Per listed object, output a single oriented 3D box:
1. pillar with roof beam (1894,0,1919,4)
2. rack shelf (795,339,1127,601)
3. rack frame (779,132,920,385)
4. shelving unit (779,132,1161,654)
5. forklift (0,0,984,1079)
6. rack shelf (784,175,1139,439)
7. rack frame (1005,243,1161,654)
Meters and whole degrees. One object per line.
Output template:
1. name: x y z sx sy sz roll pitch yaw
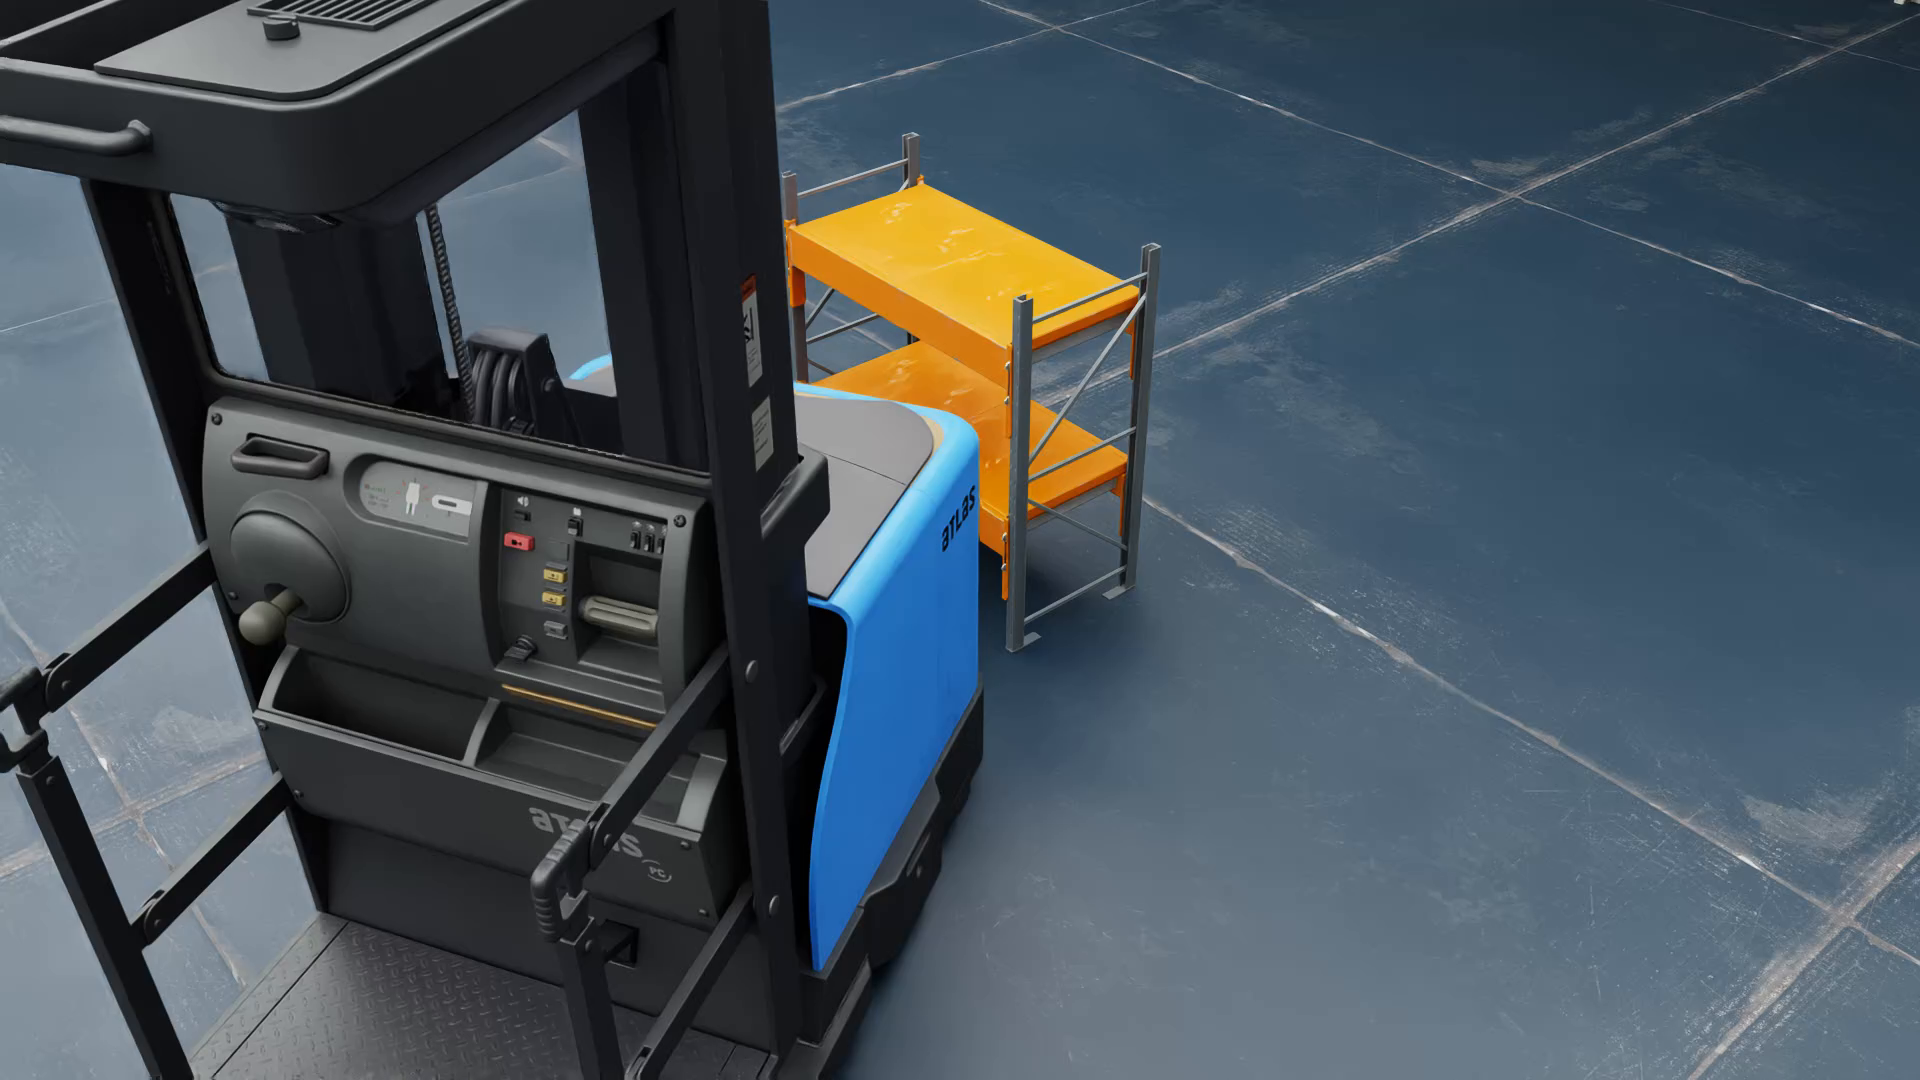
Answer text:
1. pillar with roof beam: 2.381 -5.163 4.754 9.100 9.000 0.400 -26 43 -32
2. rack shelf: 0.004 -0.257 5.062 0.538 0.278 1.000 -26 43 -32
3. rack frame: -0.324 -0.681 5.238 0.500 1.125 0.032 -26 43 -32
4. shelving unit: 0.004 -0.456 4.921 0.538 1.125 1.048 -26 43 -32
5. forklift: -0.926 0.098 2.576 1.130 2.935 3.031 12 37 16
6. rack shelf: 0.004 -0.695 4.752 0.538 0.278 1.000 -26 43 -32
7. rack frame: 0.332 -0.232 4.604 0.500 1.125 0.032 -26 43 -32
